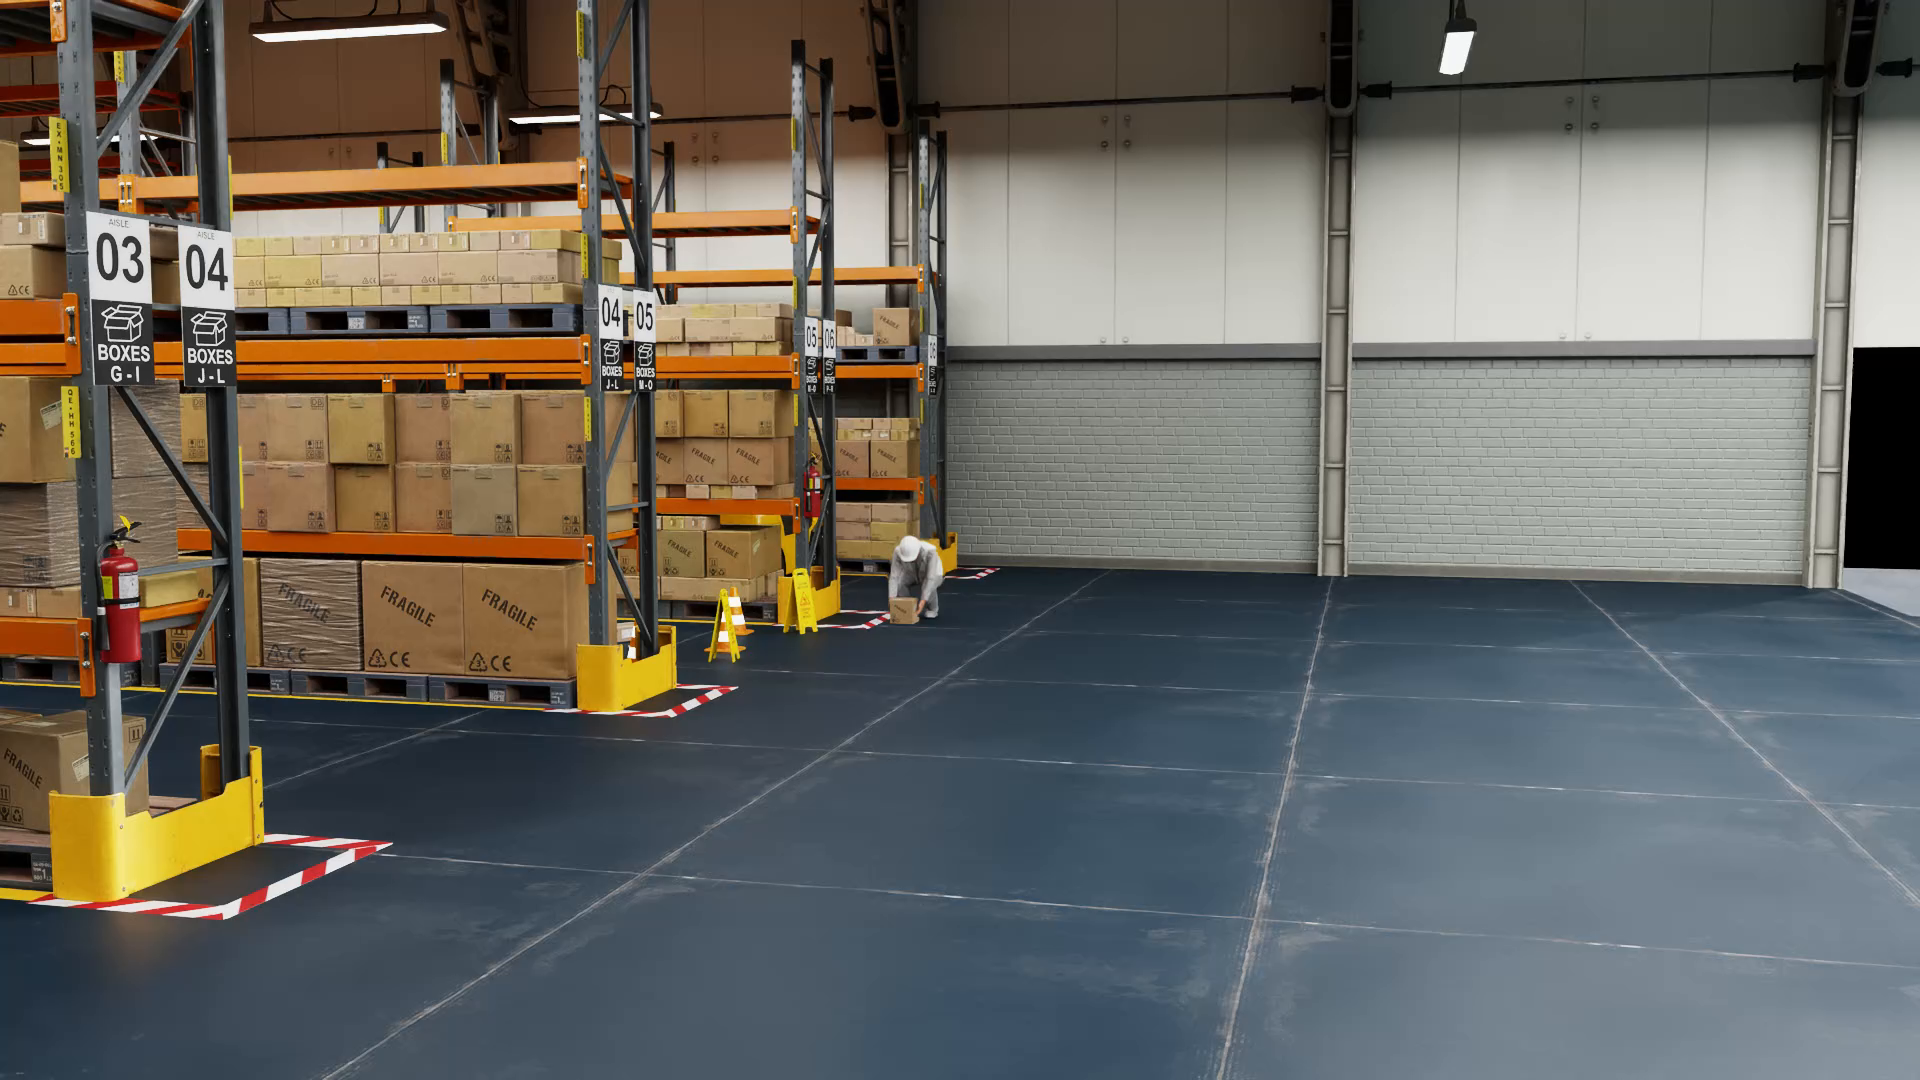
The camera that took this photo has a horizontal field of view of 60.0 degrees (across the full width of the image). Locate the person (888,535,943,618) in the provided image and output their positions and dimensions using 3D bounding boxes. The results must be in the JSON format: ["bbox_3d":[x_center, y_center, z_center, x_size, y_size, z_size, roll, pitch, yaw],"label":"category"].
[{"bbox_3d":[-0.463,0.386,17.840,0.529,0.930,0.913,2,5,19],"label":"person"}]
